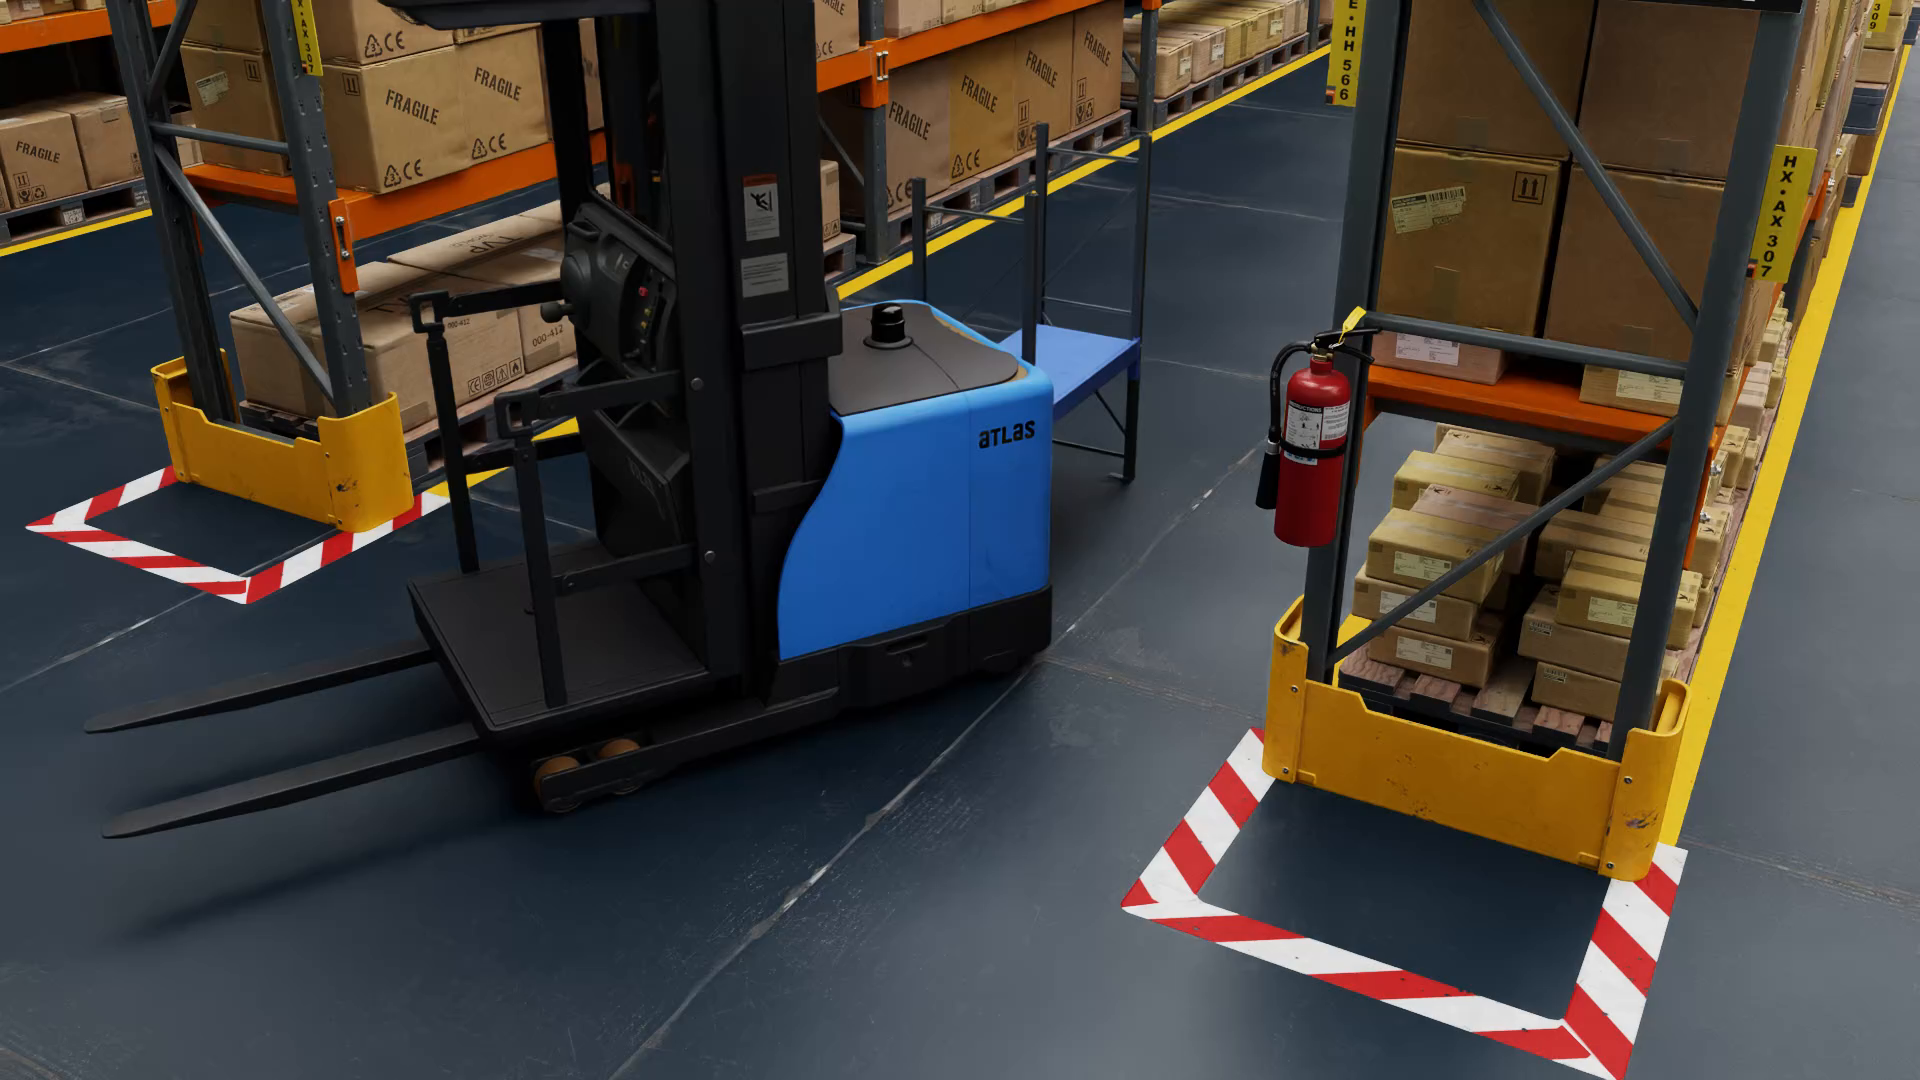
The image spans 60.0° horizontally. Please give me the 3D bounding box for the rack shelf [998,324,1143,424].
[{"bbox_3d":[0.295,-0.626,6.727,0.538,0.185,1.000,14,30,25],"label":"rack shelf"}]

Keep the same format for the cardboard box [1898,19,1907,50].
[{"bbox_3d":[4.438,-2.503,8.210,0.380,0.149,0.250,15,30,27],"label":"cardboard box"}]

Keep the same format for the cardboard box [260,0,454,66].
[{"bbox_3d":[-2.381,-2.179,6.524,0.500,0.500,0.500,13,30,25],"label":"cardboard box"}]

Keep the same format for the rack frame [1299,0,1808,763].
[{"bbox_3d":[1.494,-0.513,4.423,1.000,3.000,0.127,14,30,26],"label":"rack frame"}]

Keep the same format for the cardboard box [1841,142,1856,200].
[{"bbox_3d":[5.333,-2.386,10.489,0.500,0.500,0.500,14,30,26],"label":"cardboard box"}]

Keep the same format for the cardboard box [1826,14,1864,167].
[{"bbox_3d":[3.213,-1.796,6.544,0.500,0.500,0.500,13,30,25],"label":"cardboard box"}]

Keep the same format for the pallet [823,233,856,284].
[{"bbox_3d":[-1.340,-1.596,9.703,1.003,0.211,1.213,14,30,26],"label":"pallet"}]

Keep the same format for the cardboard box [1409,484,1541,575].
[{"bbox_3d":[1.707,-0.039,5.528,0.380,0.149,0.250,15,30,27],"label":"cardboard box"}]

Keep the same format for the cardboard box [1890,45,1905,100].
[{"bbox_3d":[7.170,-4.109,13.652,1.050,0.750,0.750,14,30,26],"label":"cardboard box"}]

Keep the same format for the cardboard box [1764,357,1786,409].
[{"bbox_3d":[3.345,-0.708,7.197,0.380,0.149,0.250,13,29,24],"label":"cardboard box"}]

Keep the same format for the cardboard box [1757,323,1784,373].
[{"bbox_3d":[3.306,-0.848,7.143,0.380,0.149,0.250,14,30,26],"label":"cardboard box"}]

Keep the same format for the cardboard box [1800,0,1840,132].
[{"bbox_3d":[2.188,-1.452,4.739,0.500,0.500,0.500,15,30,28],"label":"cardboard box"}]

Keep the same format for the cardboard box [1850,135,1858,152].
[{"bbox_3d":[5.082,-2.512,9.903,0.500,0.250,0.500,15,30,27],"label":"cardboard box"}]

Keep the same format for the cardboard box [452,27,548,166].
[{"bbox_3d":[-2.155,-1.935,7.153,0.500,0.500,0.500,14,30,25],"label":"cardboard box"}]

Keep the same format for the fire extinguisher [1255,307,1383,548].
[{"bbox_3d":[0.968,-0.315,4.531,0.296,0.674,0.183,14,30,26],"label":"fire extinguisher"}]

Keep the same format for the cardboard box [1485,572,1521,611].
[{"bbox_3d":[1.680,0.083,5.617,0.380,0.149,0.250,13,30,25],"label":"cardboard box"}]

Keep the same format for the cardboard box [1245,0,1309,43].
[{"bbox_3d":[2.782,-5.048,15.949,0.950,0.372,0.625,15,30,27],"label":"cardboard box"}]

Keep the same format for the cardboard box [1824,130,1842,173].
[{"bbox_3d":[3.493,-1.672,7.020,0.380,0.149,0.250,13,30,25],"label":"cardboard box"}]

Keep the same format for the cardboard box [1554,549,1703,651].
[{"bbox_3d":[2.047,0.179,5.092,0.380,0.149,0.250,13,29,24],"label":"cardboard box"}]

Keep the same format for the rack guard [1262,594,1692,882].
[{"bbox_3d":[1.531,0.576,5.042,1.175,0.500,0.348,14,30,26],"label":"rack guard"}]

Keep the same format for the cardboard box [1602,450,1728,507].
[{"bbox_3d":[2.508,-0.246,5.941,0.380,0.149,0.250,15,30,28],"label":"cardboard box"}]

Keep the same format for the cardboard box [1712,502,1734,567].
[{"bbox_3d":[2.666,-0.051,6.217,0.380,0.149,0.250,13,29,24],"label":"cardboard box"}]

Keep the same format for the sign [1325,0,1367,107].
[{"bbox_3d":[1.020,-1.302,4.353,0.100,0.325,0.005,14,30,26],"label":"sign"}]

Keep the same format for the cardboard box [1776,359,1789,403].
[{"bbox_3d":[3.565,-0.757,7.626,0.380,0.149,0.250,15,30,27],"label":"cardboard box"}]

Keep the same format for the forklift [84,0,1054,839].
[{"bbox_3d":[-1.216,-0.748,4.971,3.031,2.935,1.130,-14,30,-26],"label":"forklift"}]

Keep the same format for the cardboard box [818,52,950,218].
[{"bbox_3d":[-0.662,-2.619,10.535,0.875,0.875,0.875,15,30,28],"label":"cardboard box"}]

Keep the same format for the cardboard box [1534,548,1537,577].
[{"bbox_3d":[1.925,0.018,6.079,0.380,0.149,0.250,15,30,27],"label":"cardboard box"}]

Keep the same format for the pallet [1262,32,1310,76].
[{"bbox_3d":[2.656,-4.689,15.882,1.003,0.211,1.213,14,30,26],"label":"pallet"}]

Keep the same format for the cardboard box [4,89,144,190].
[{"bbox_3d":[-5.840,-2.671,11.059,0.700,0.500,0.500,13,29,24],"label":"cardboard box"}]

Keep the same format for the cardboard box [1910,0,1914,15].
[{"bbox_3d":[5.080,-3.014,9.232,0.380,0.149,0.250,13,29,24],"label":"cardboard box"}]

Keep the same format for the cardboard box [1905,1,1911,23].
[{"bbox_3d":[4.436,-2.636,8.144,0.380,0.149,0.250,13,29,24],"label":"cardboard box"}]

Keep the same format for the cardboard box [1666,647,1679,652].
[{"bbox_3d":[2.159,0.199,5.384,0.380,0.149,0.250,14,30,26],"label":"cardboard box"}]

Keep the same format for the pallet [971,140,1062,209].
[{"bbox_3d":[0.015,-2.670,11.848,1.003,0.211,1.213,14,30,26],"label":"pallet"}]

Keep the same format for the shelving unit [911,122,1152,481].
[{"bbox_3d":[0.295,-0.787,6.647,0.538,1.500,1.048,14,30,25],"label":"shelving unit"}]

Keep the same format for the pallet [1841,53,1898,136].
[{"bbox_3d":[3.964,-2.252,8.111,1.003,0.211,1.213,14,30,26],"label":"pallet"}]

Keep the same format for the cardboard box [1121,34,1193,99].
[{"bbox_3d":[1.357,-3.912,13.680,0.950,0.372,0.625,12,29,23],"label":"cardboard box"}]

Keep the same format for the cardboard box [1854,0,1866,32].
[{"bbox_3d":[3.216,-2.251,6.335,0.500,0.500,0.500,13,29,25],"label":"cardboard box"}]

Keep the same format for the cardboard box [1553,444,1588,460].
[{"bbox_3d":[2.216,-0.450,6.349,0.380,0.149,0.250,13,29,24],"label":"cardboard box"}]

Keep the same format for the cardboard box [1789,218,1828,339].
[{"bbox_3d":[4.056,-1.371,8.461,0.500,0.500,0.500,15,30,28],"label":"cardboard box"}]

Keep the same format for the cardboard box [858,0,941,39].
[{"bbox_3d":[-0.451,-3.168,9.896,0.500,0.250,0.500,13,30,25],"label":"cardboard box"}]

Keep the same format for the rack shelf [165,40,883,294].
[{"bbox_3d":[-1.882,-2.021,8.240,1.077,0.370,4.000,14,30,26],"label":"rack shelf"}]

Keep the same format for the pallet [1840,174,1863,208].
[{"bbox_3d":[5.883,-2.674,11.856,1.003,0.211,1.213,14,30,26],"label":"pallet"}]

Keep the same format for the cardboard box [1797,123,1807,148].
[{"bbox_3d":[2.196,-1.019,4.990,0.500,0.500,0.500,14,30,26],"label":"cardboard box"}]

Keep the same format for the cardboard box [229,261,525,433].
[{"bbox_3d":[-2.628,-0.885,7.559,0.875,0.438,0.875,13,29,24],"label":"cardboard box"}]

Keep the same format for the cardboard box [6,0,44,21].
[{"bbox_3d":[-5.933,-3.324,10.320,0.380,0.149,0.250,14,30,26],"label":"cardboard box"}]

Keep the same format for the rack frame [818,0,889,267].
[{"bbox_3d":[-0.898,-3.122,9.636,1.000,3.000,0.127,14,30,26],"label":"rack frame"}]
